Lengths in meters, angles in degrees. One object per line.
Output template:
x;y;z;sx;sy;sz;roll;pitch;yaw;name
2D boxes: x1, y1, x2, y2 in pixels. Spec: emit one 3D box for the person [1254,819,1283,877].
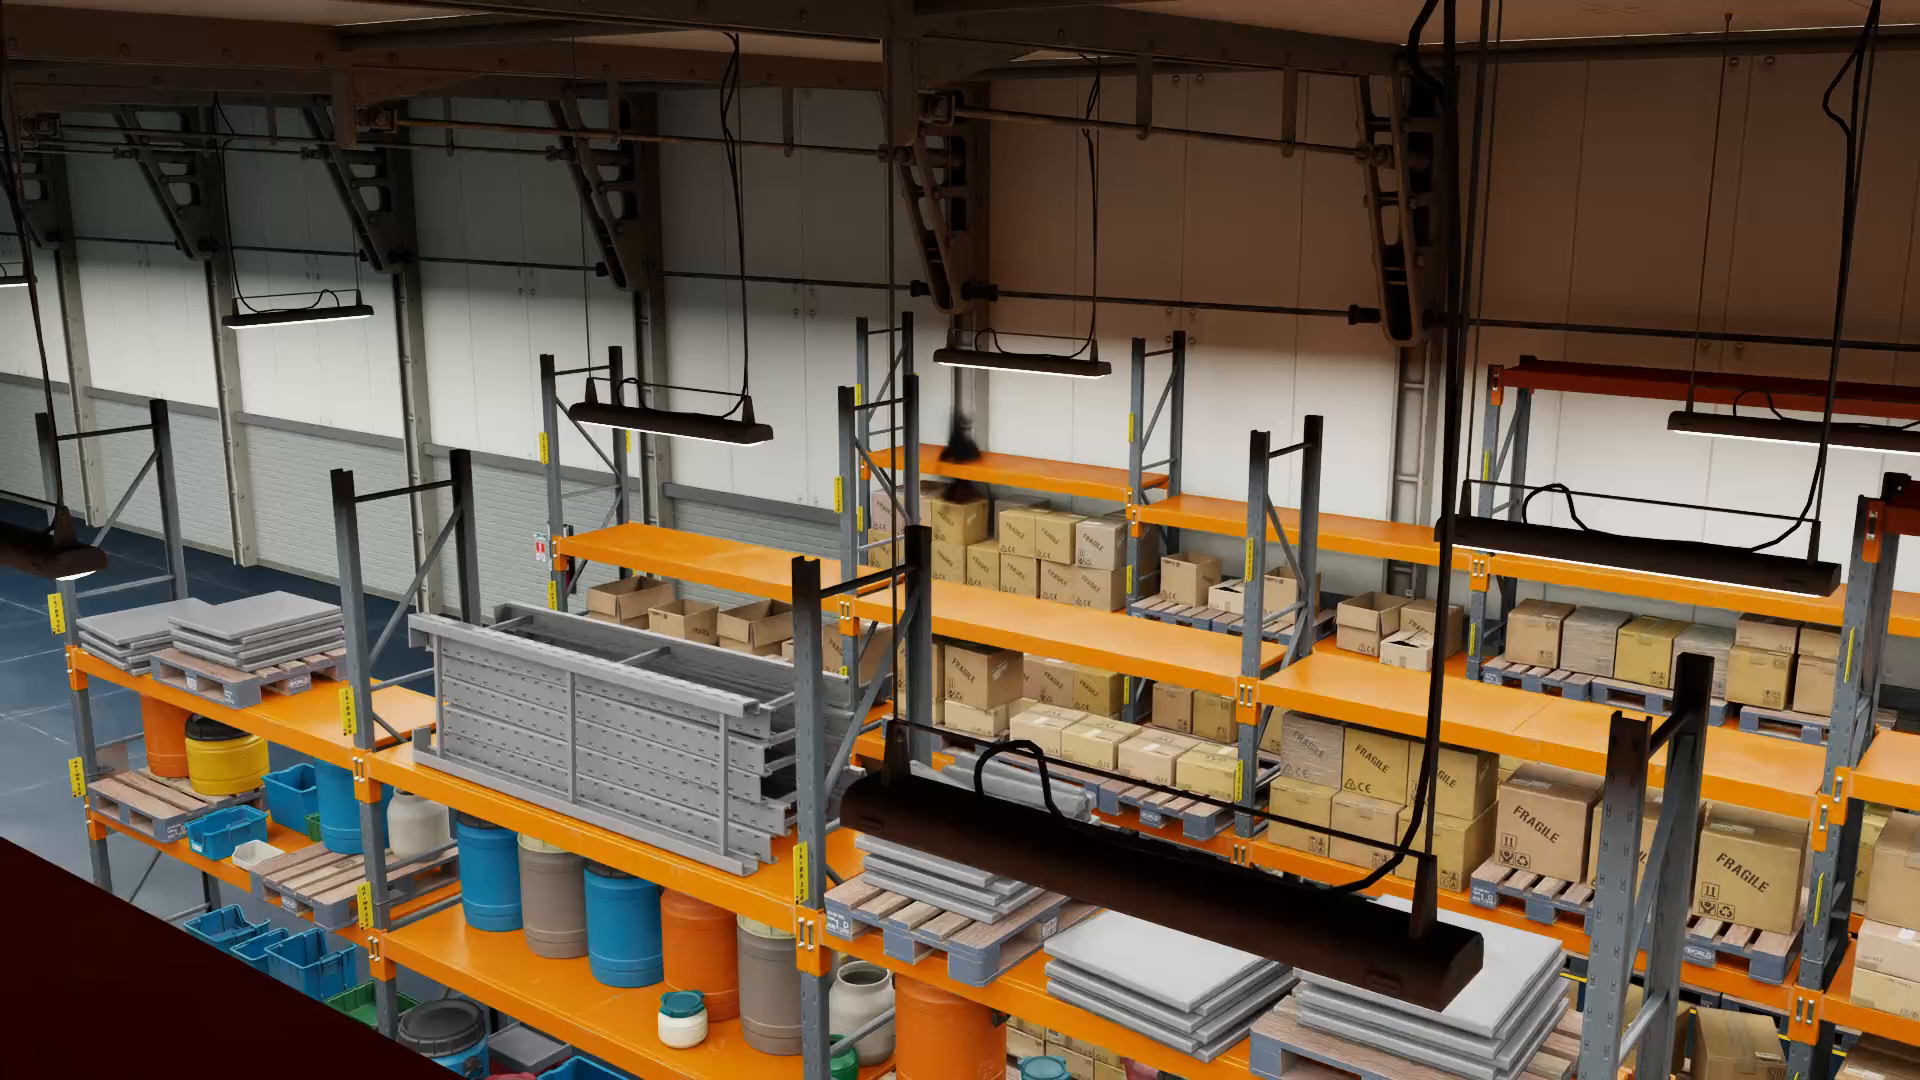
3.139;3.467;16.605;0.811;1.738;0.580;8;15;32;person
